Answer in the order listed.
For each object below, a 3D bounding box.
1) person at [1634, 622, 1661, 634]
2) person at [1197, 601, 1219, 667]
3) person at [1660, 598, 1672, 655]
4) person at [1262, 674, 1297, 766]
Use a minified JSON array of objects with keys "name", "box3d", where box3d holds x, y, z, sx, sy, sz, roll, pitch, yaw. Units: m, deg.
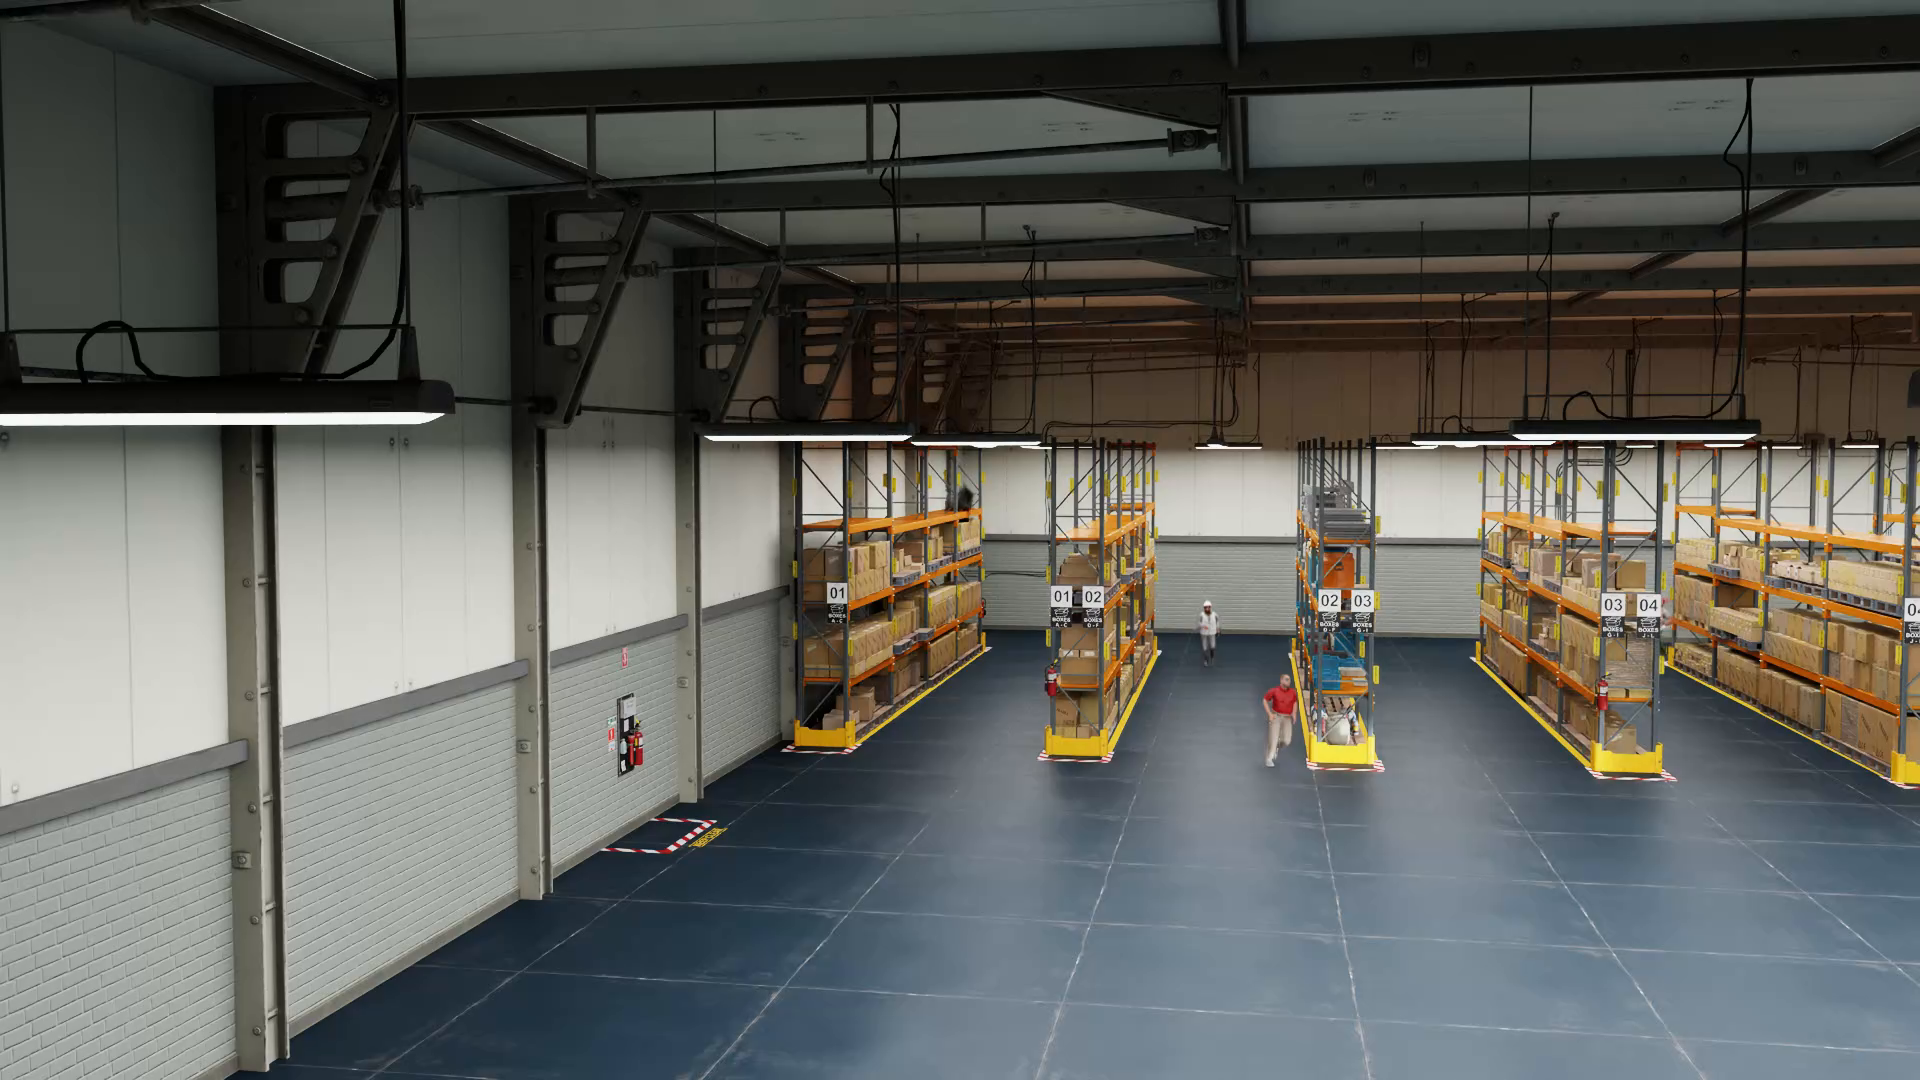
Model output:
[{"name":"person","box3d":[17.414,2.634,42.176,0.708,1.737,0.640,0,3,6]},{"name":"person","box3d":[6.607,2.504,44.207,0.625,1.757,0.768,0,3,2]},{"name":"person","box3d":[19.207,2.431,45.814,0.869,1.719,0.796,0,3,-6]},{"name":"person","box3d":[5.883,3.287,30.466,0.711,1.668,0.553,-1,3,-12]}]
